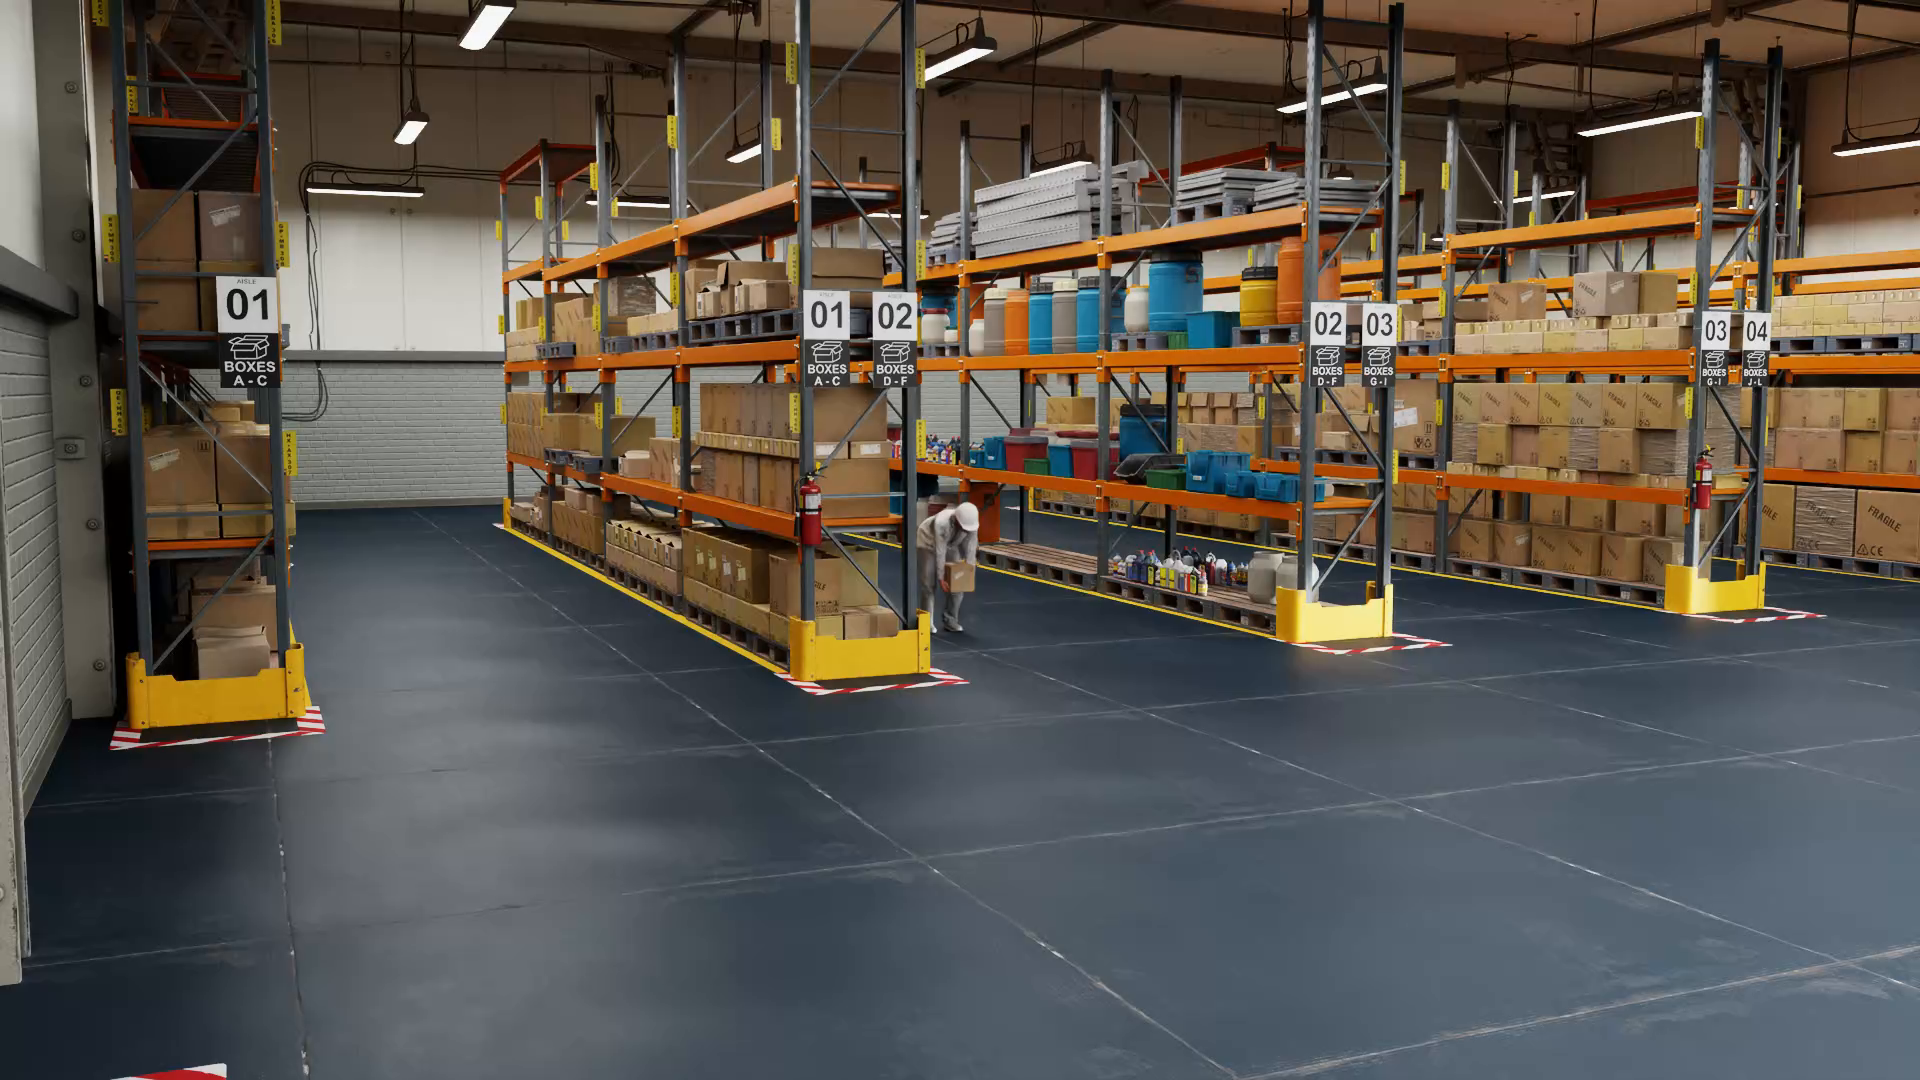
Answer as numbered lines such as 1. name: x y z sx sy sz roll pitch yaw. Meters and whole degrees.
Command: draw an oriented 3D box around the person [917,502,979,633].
1. person: -0.099 0.267 16.217 0.455 1.317 0.949 -3 6 -26
